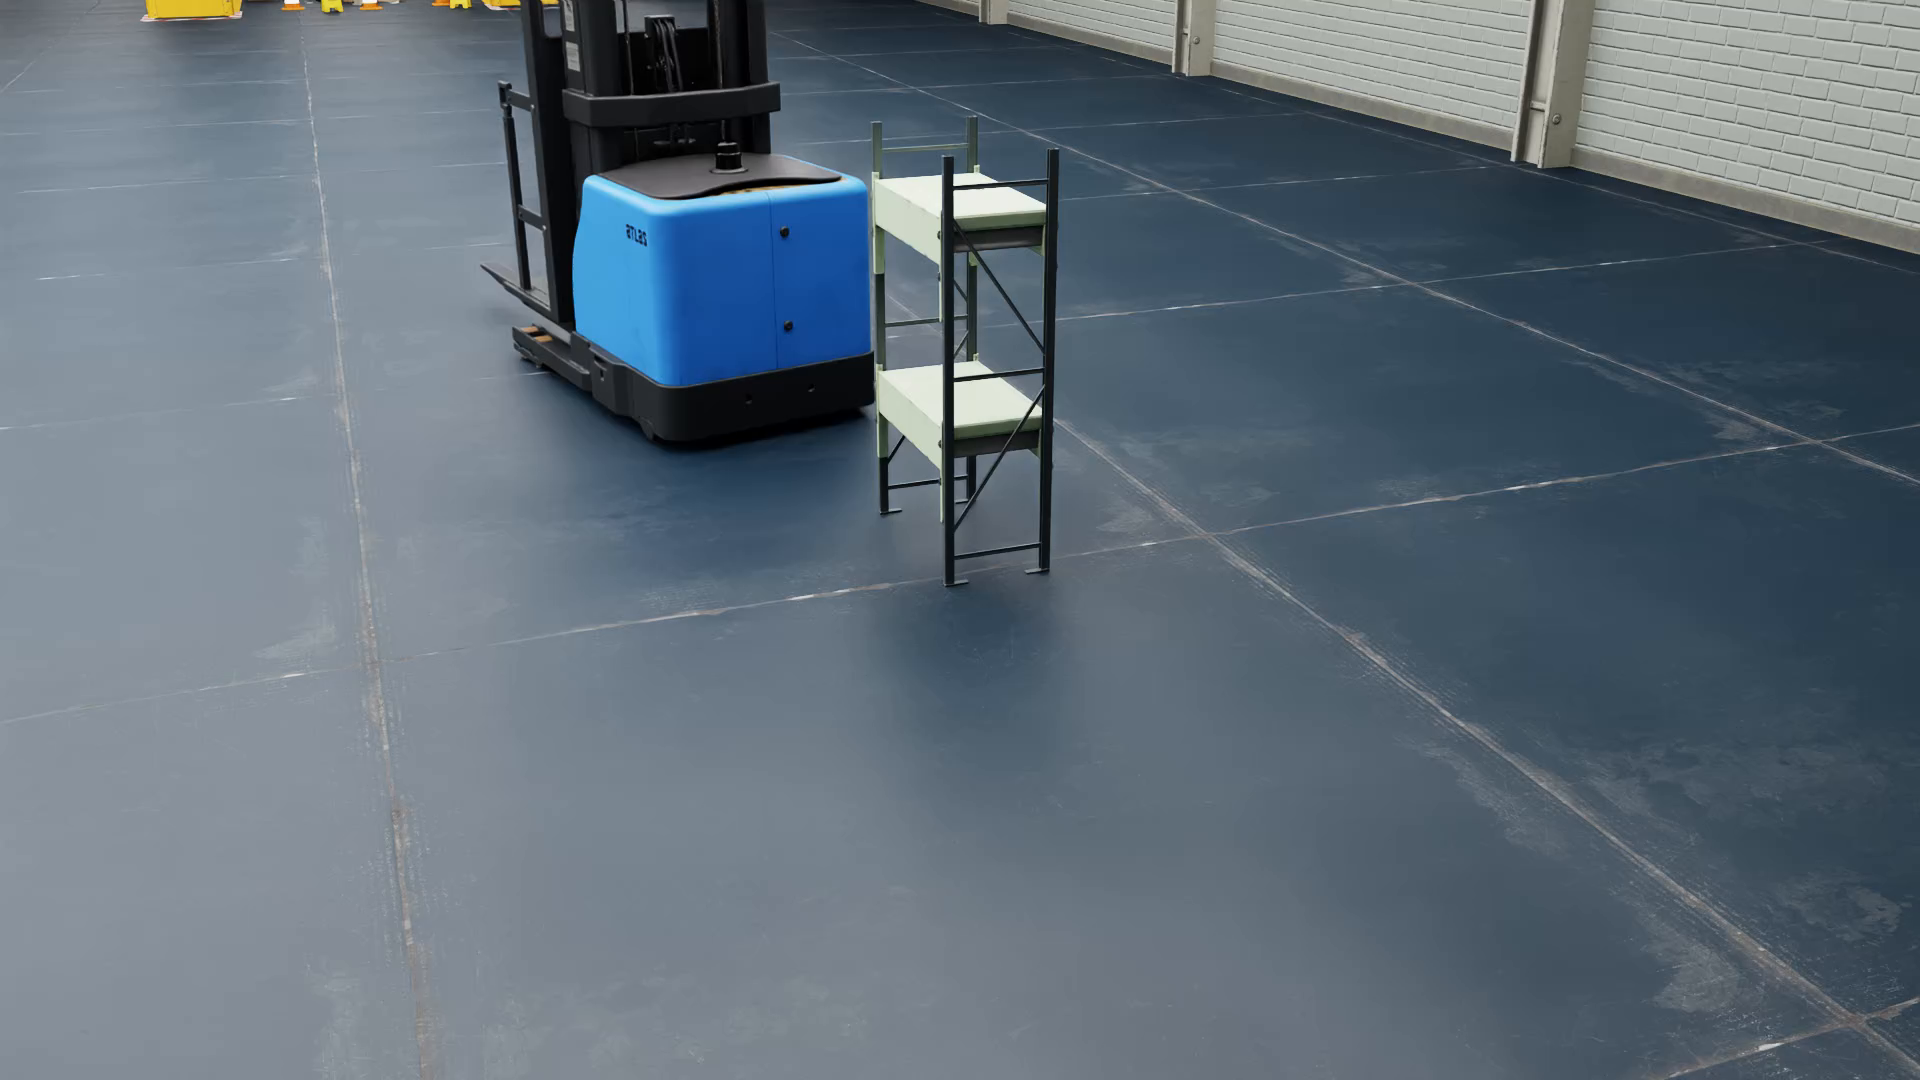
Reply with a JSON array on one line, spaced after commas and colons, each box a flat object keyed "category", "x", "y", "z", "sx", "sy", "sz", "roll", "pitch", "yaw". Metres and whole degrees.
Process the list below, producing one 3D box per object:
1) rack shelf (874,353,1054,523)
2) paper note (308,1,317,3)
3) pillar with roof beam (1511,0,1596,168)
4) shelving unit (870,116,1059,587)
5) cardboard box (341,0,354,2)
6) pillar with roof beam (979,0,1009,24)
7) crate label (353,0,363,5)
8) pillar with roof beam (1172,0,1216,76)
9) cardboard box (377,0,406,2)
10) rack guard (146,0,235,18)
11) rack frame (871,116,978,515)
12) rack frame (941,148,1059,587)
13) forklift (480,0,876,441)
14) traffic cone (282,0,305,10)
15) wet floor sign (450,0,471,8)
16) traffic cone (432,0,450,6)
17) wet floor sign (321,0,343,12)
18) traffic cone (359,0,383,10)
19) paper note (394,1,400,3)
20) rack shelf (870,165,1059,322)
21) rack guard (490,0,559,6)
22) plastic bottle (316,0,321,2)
[{"category": "rack shelf", "x": 0.002, "y": -0.388, "z": 6.080, "sx": 0.431, "sy": 0.370, "sz": 0.720, "roll": -8, "pitch": 24, "yaw": -19}, {"category": "paper note", "x": -10.417, "y": -8.633, "z": 26.694, "sx": 0.144, "sy": 0.017, "sz": 0.142, "roll": 0, "pitch": 23, "yaw": -1}, {"category": "pillar with roof beam", "x": 0.700, "y": -6.622, "z": 10.376, "sx": 9.100, "sy": 9.000, "sz": 0.400, "roll": -8, "pitch": 24, "yaw": -19}, {"category": "shelving unit", "x": 0.002, "y": -0.689, "z": 5.953, "sx": 0.431, "sy": 1.500, "sz": 0.755, "roll": -8, "pitch": 24, "yaw": -19}, {"category": "cardboard box", "x": -9.860, "y": -9.070, "z": 27.122, "sx": 0.637, "sy": 0.503, "sz": 0.797, "roll": 12, "pitch": 26, "yaw": 27}, {"category": "pillar with roof beam", "x": -3.540, "y": -10.983, "z": 20.721, "sx": 9.100, "sy": 9.000, "sz": 0.400, "roll": -8, "pitch": 24, "yaw": -19}, {"category": "crate label", "x": -9.484, "y": -8.591, "z": 26.457, "sx": 0.298, "sy": 0.136, "sz": 0.250, "roll": 18, "pitch": 29, "yaw": 36}, {"category": "pillar with roof beam", "x": -1.420, "y": -8.803, "z": 15.549, "sx": 9.100, "sy": 9.000, "sz": 0.400, "roll": -8, "pitch": 24, "yaw": -19}, {"category": "cardboard box", "x": -9.224, "y": -8.815, "z": 26.973, "sx": 0.380, "sy": 0.149, "sz": 0.250, "roll": 4, "pitch": 23, "yaw": 9}, {"category": "rack guard", "x": -11.458, "y": -8.053, "z": 24.714, "sx": 1.175, "sy": 0.500, "sz": 0.348, "roll": -8, "pitch": 24, "yaw": -19}, {"category": "rack frame", "x": -0.127, "y": -0.822, "z": 6.268, "sx": 0.400, "sy": 1.500, "sz": 0.023, "roll": -8, "pitch": 24, "yaw": -19}, {"category": "rack frame", "x": 0.132, "y": -0.556, "z": 5.637, "sx": 0.400, "sy": 1.500, "sz": 0.023, "roll": -8, "pitch": 24, "yaw": -19}, {"category": "forklift", "x": -1.606, "y": -2.291, "z": 7.912, "sx": 1.130, "sy": 2.935, "sz": 3.031, "roll": -14, "pitch": 27, "yaw": -30}, {"category": "traffic cone", "x": -10.326, "y": -8.433, "z": 25.662, "sx": 0.336, "sy": 0.463, "sz": 0.334, "roll": -8, "pitch": 24, "yaw": -19}, {"category": "wet floor sign", "x": -7.805, "y": -8.629, "z": 25.893, "sx": 0.267, "sy": 0.644, "sz": 0.232, "roll": 0, "pitch": 23, "yaw": -1}, {"category": "traffic cone", "x": -8.230, "y": -8.740, "z": 26.391, "sx": 0.336, "sy": 0.463, "sz": 0.334, "roll": -8, "pitch": 24, "yaw": -19}, {"category": "wet floor sign", "x": -9.604, "y": -8.390, "z": 25.326, "sx": 0.267, "sy": 0.644, "sz": 0.232, "roll": -13, "pitch": 26, "yaw": -28}, {"category": "traffic cone", "x": -9.148, "y": -8.464, "z": 25.736, "sx": 0.336, "sy": 0.463, "sz": 0.334, "roll": -8, "pitch": 24, "yaw": -19}, {"category": "paper note", "x": -9.067, "y": -8.632, "z": 26.691, "sx": 0.148, "sy": 0.019, "sz": 0.142, "roll": -18, "pitch": 29, "yaw": -37}, {"category": "rack shelf", "x": 0.002, "y": -1.048, "z": 5.801, "sx": 0.431, "sy": 0.370, "sz": 0.720, "roll": -8, "pitch": 24, "yaw": -19}, {"category": "rack guard", "x": -6.898, "y": -8.806, "z": 26.498, "sx": 1.175, "sy": 0.500, "sz": 0.348, "roll": -8, "pitch": 24, "yaw": -19}, {"category": "plastic bottle", "x": -10.373, "y": -8.782, "z": 27.007, "sx": 0.133, "sy": 0.061, "sz": 0.283, "roll": -18, "pitch": 29, "yaw": -37}]
